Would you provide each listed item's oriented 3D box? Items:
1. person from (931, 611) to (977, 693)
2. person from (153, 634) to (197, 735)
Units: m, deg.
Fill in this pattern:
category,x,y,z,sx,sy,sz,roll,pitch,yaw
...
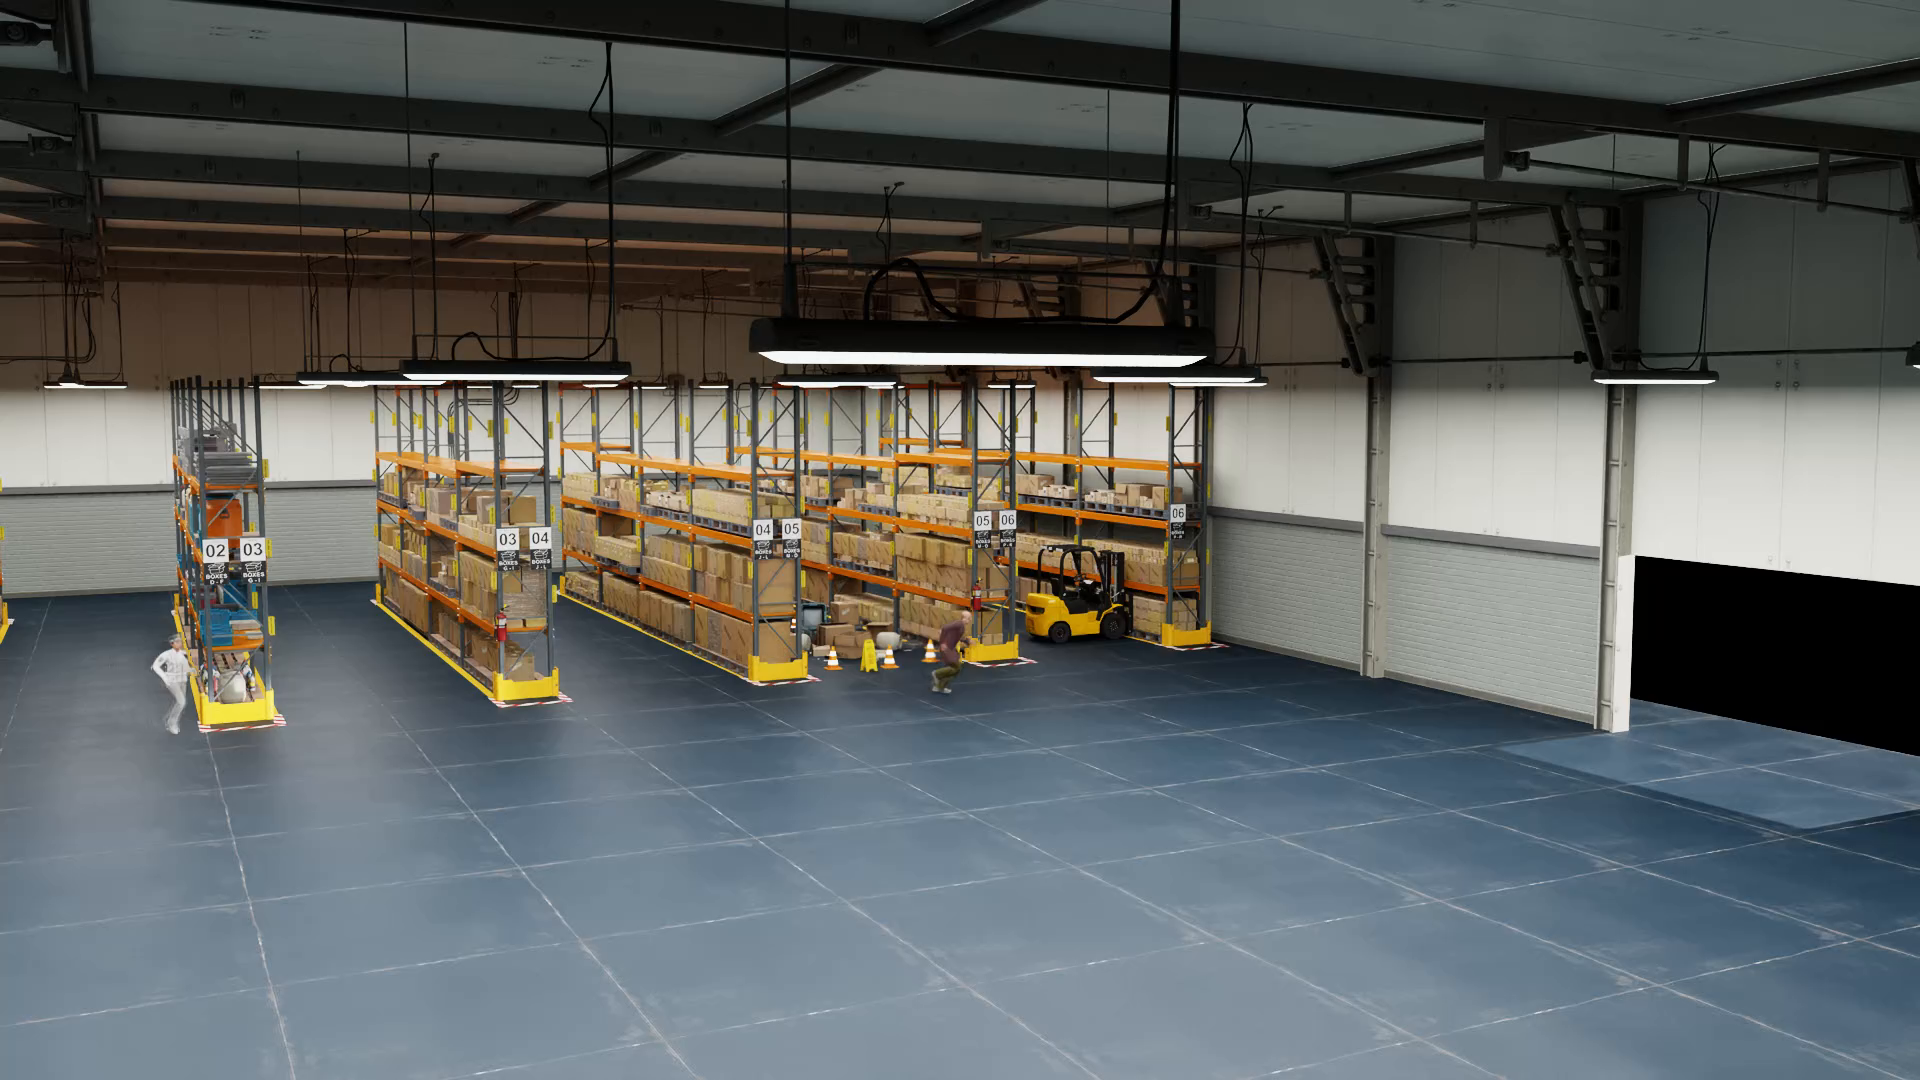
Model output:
category,x,y,z,sx,sy,sz,roll,pitch,yaw
person,-0.124,2.131,31.538,0.866,1.599,0.736,1,5,15
person,-13.118,2.410,27.879,0.659,1.689,0.588,2,6,23
